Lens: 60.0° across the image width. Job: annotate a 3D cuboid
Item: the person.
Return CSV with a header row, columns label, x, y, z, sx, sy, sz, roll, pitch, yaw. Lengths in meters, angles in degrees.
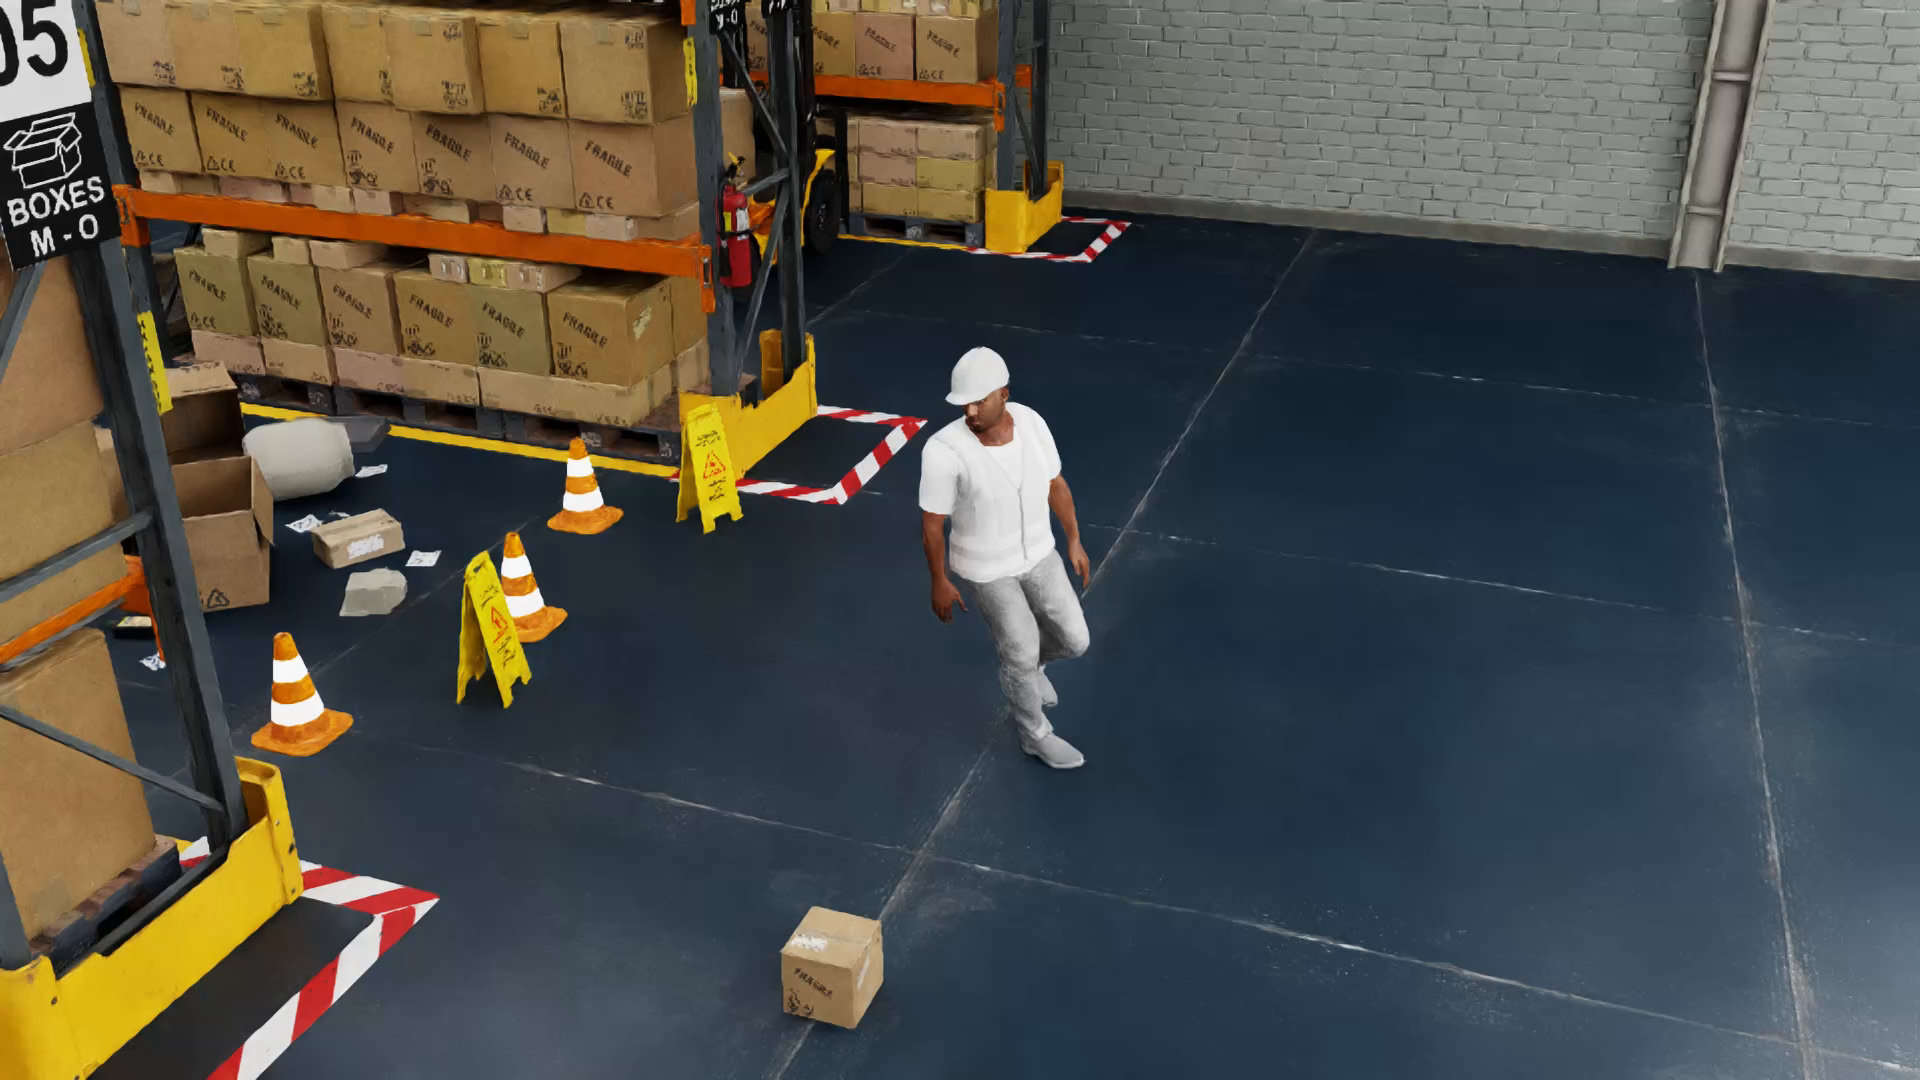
label,x,y,z,sx,sy,sz,roll,pitch,yaw
person,0.190,0.093,6.408,0.644,1.745,0.549,-18,31,-33
